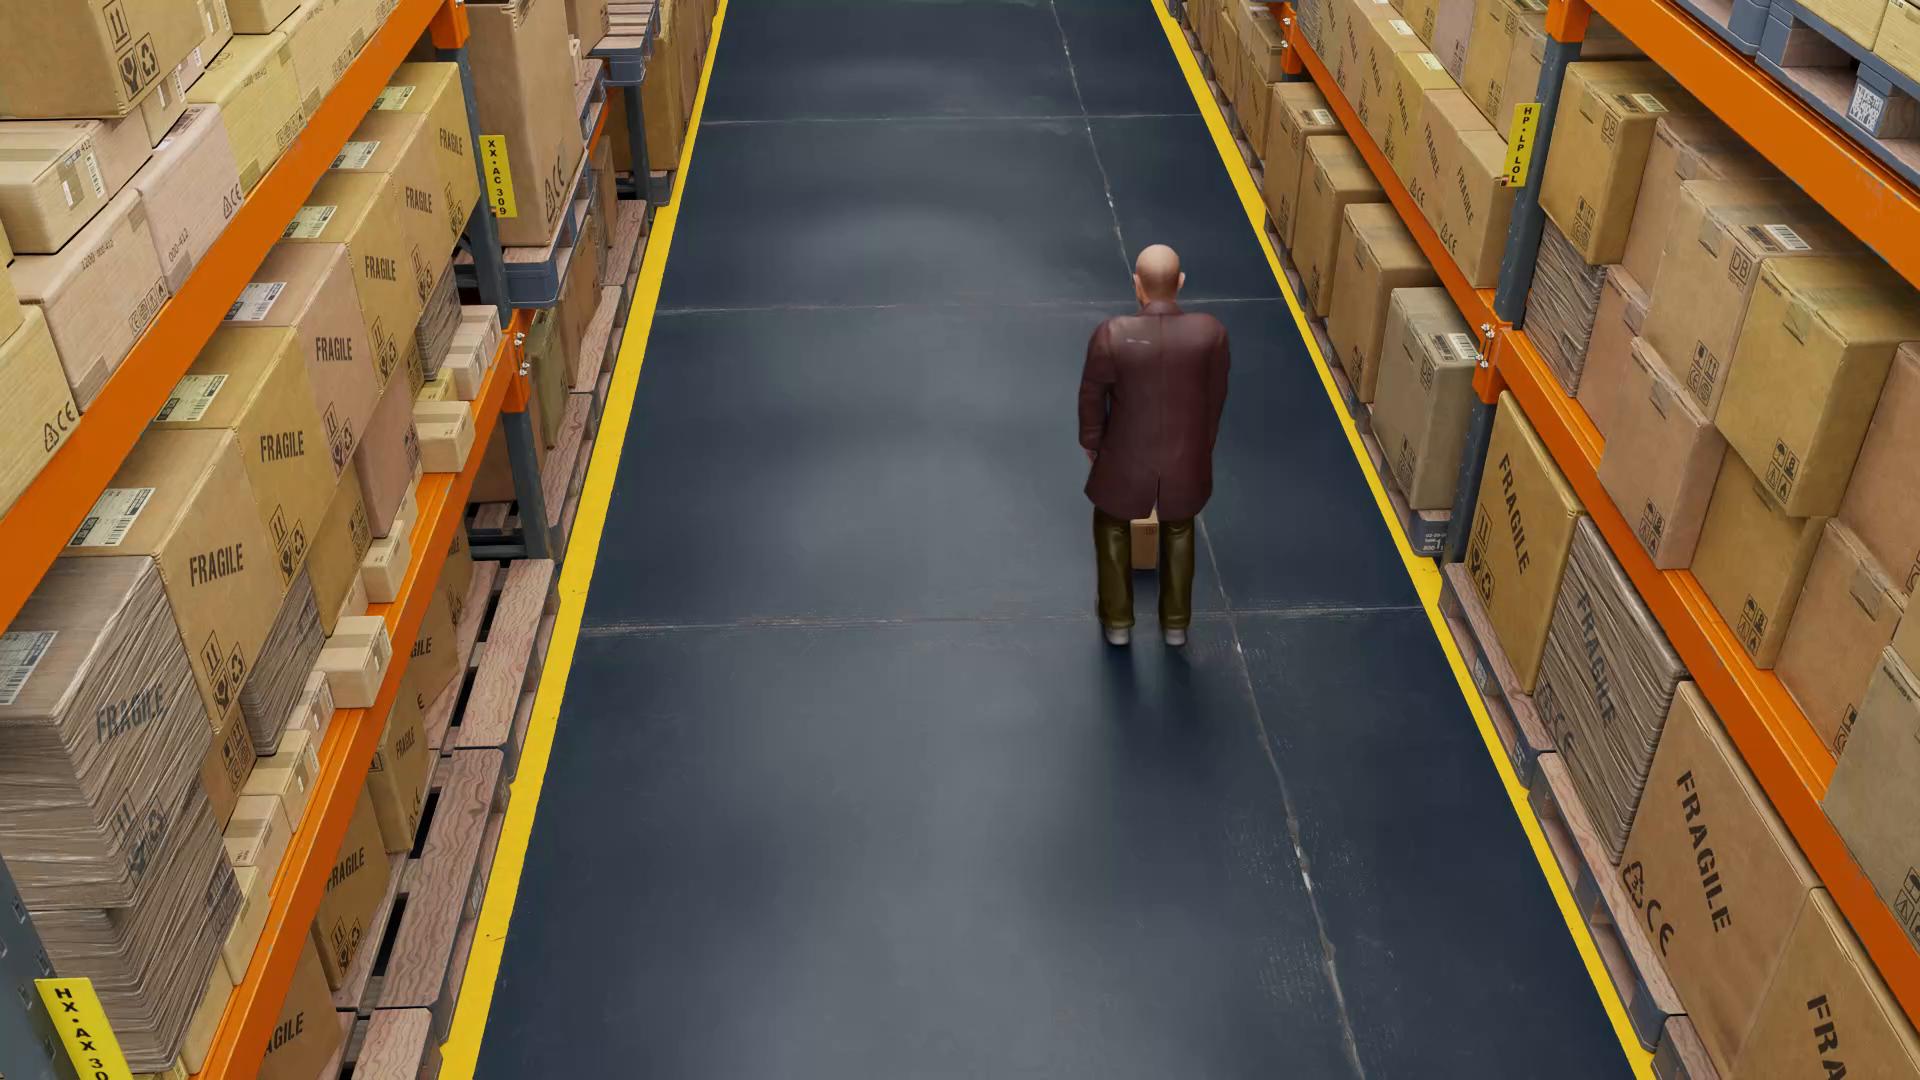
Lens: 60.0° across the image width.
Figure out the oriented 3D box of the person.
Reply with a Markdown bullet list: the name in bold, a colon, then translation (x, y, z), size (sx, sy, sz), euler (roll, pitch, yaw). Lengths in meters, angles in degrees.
- **person**: translation (0.756, -0.353, 6.706), size (0.583, 1.746, 0.403), euler (-1, 35, -1)
